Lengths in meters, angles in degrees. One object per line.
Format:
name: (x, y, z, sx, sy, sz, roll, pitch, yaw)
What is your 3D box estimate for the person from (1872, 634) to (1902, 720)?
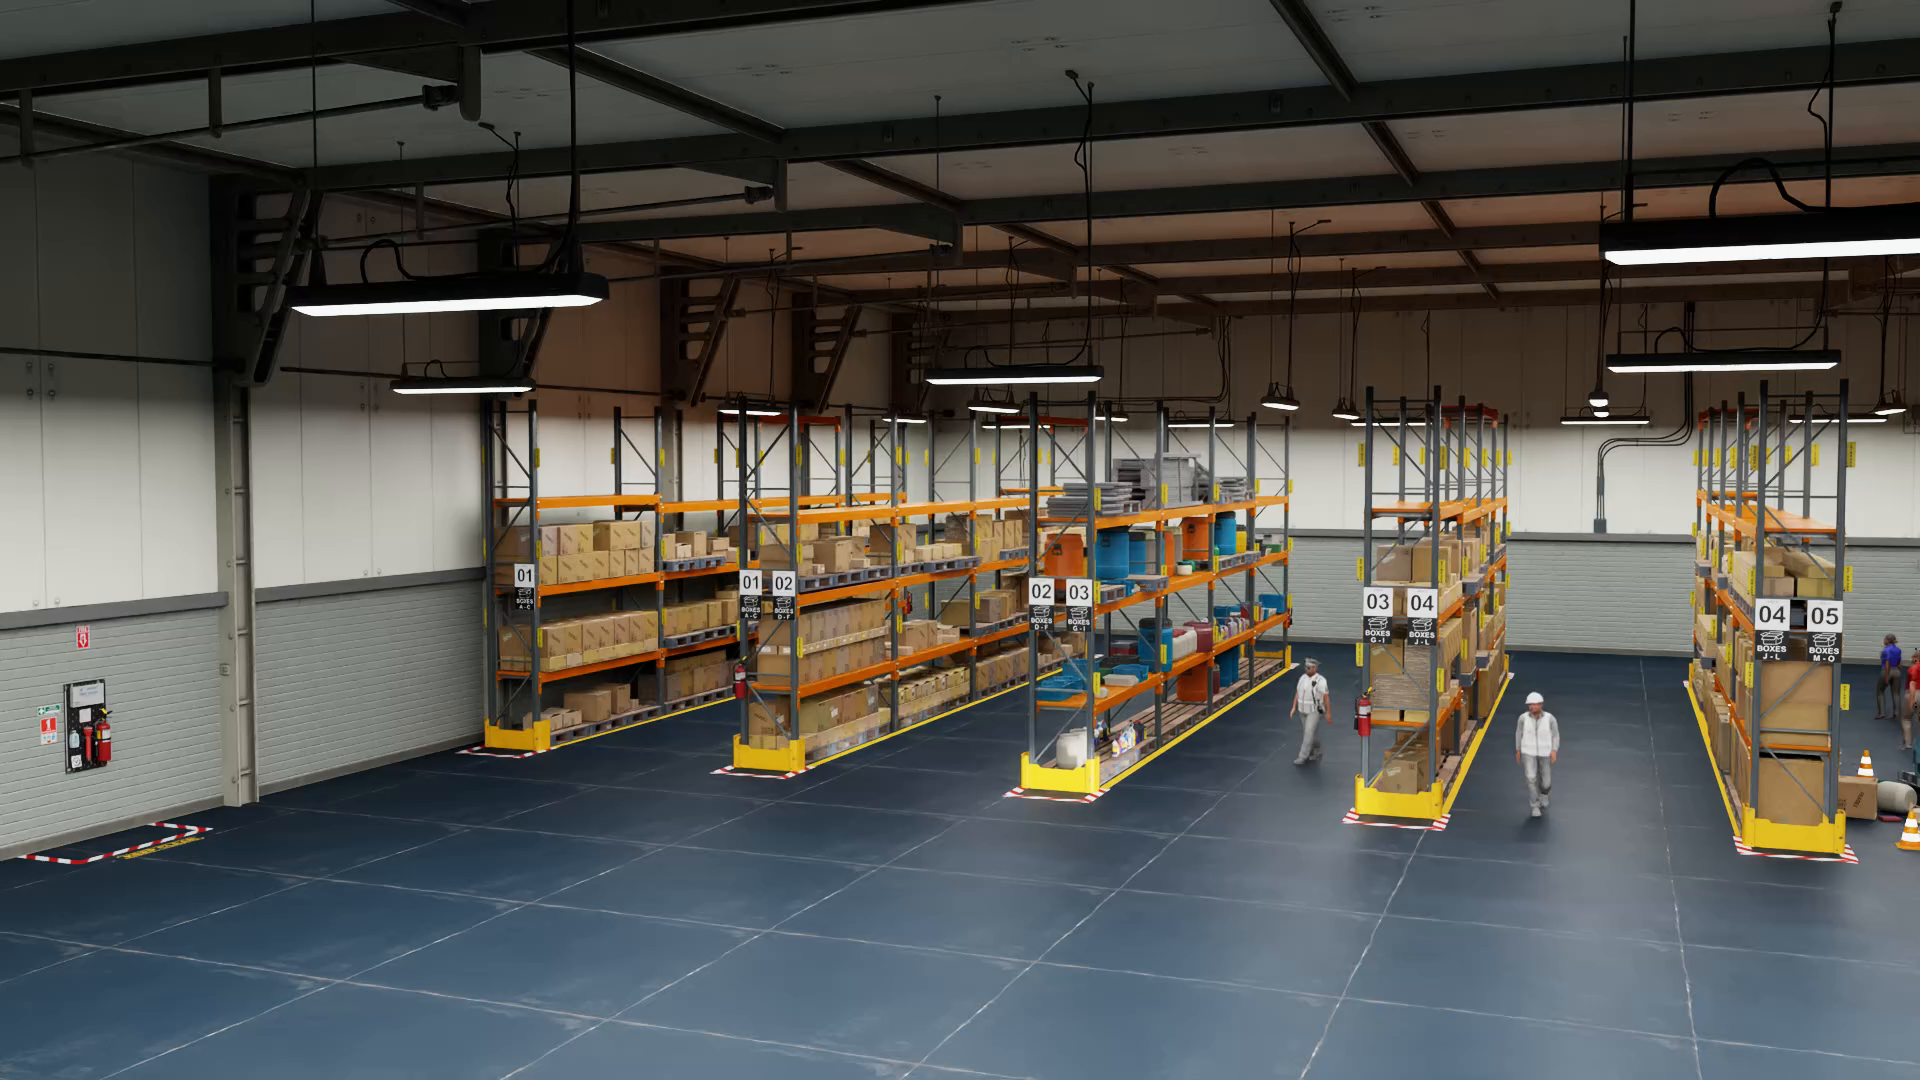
person: (17.757, 2.645, 31.697, 0.454, 1.683, 0.560, 0, 3, 1)

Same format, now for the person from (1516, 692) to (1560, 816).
person: (8.157, 2.994, 23.478, 0.585, 1.690, 0.869, 1, 3, 18)

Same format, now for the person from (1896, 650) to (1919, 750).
person: (16.326, 2.775, 28.294, 0.540, 1.777, 0.609, 1, 3, 11)

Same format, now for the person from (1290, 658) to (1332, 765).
person: (5.668, 2.786, 27.155, 0.993, 1.711, 0.589, -2, 3, -36)
